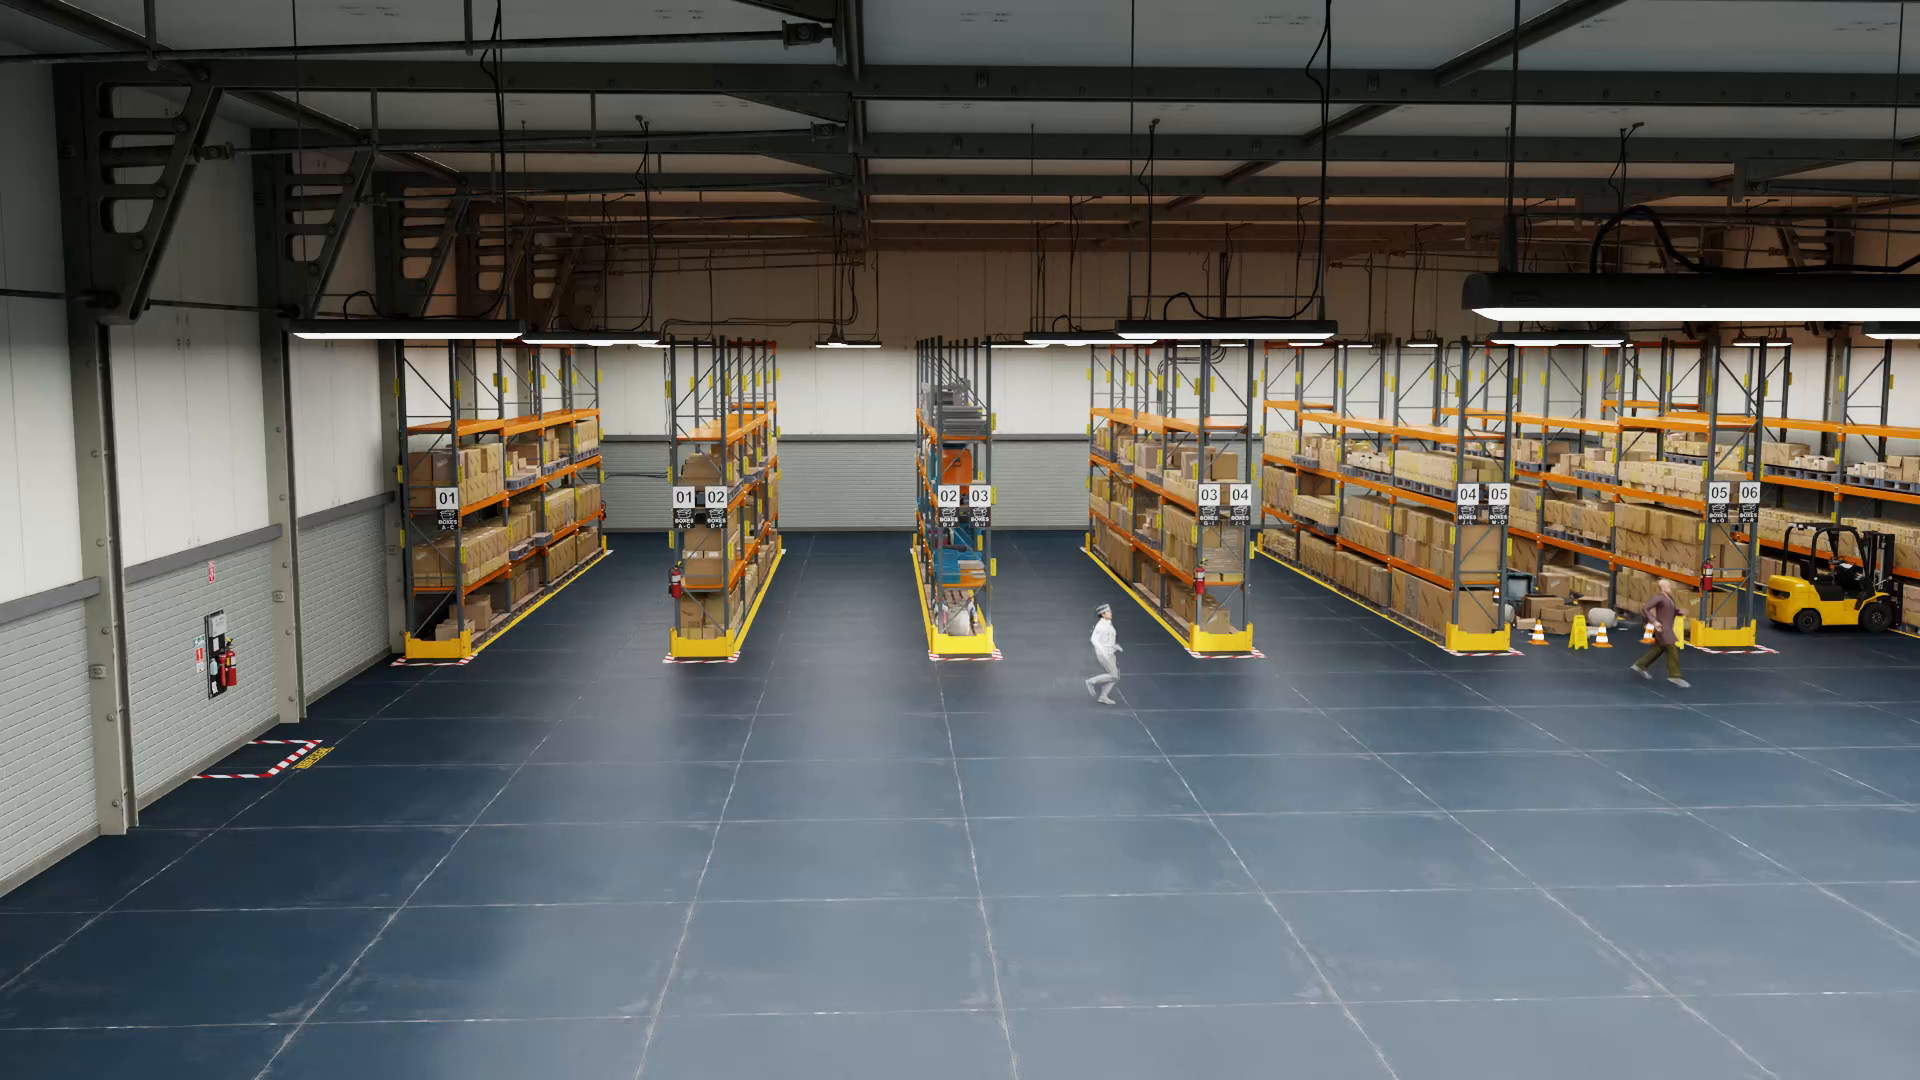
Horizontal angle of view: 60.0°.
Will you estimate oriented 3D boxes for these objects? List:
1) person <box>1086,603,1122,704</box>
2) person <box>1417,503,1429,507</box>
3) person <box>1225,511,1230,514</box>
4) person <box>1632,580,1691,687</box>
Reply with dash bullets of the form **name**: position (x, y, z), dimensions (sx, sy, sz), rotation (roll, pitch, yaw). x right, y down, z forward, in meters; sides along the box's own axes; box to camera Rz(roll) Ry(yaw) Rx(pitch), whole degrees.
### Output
- **person**: position (2.345, 1.849, 27.053), dimensions (0.554, 1.653, 0.616), rotation (2, 7, 19)
- **person**: position (13.824, -0.784, 49.483), dimensions (0.976, 1.746, 0.776), rotation (1, 7, 10)
- **person**: position (7.778, -0.541, 48.199), dimensions (0.594, 1.630, 0.677), rotation (-5, 8, -39)
- **person**: position (12.079, 1.583, 28.564), dimensions (1.007, 1.785, 0.690), rotation (5, 8, 35)
